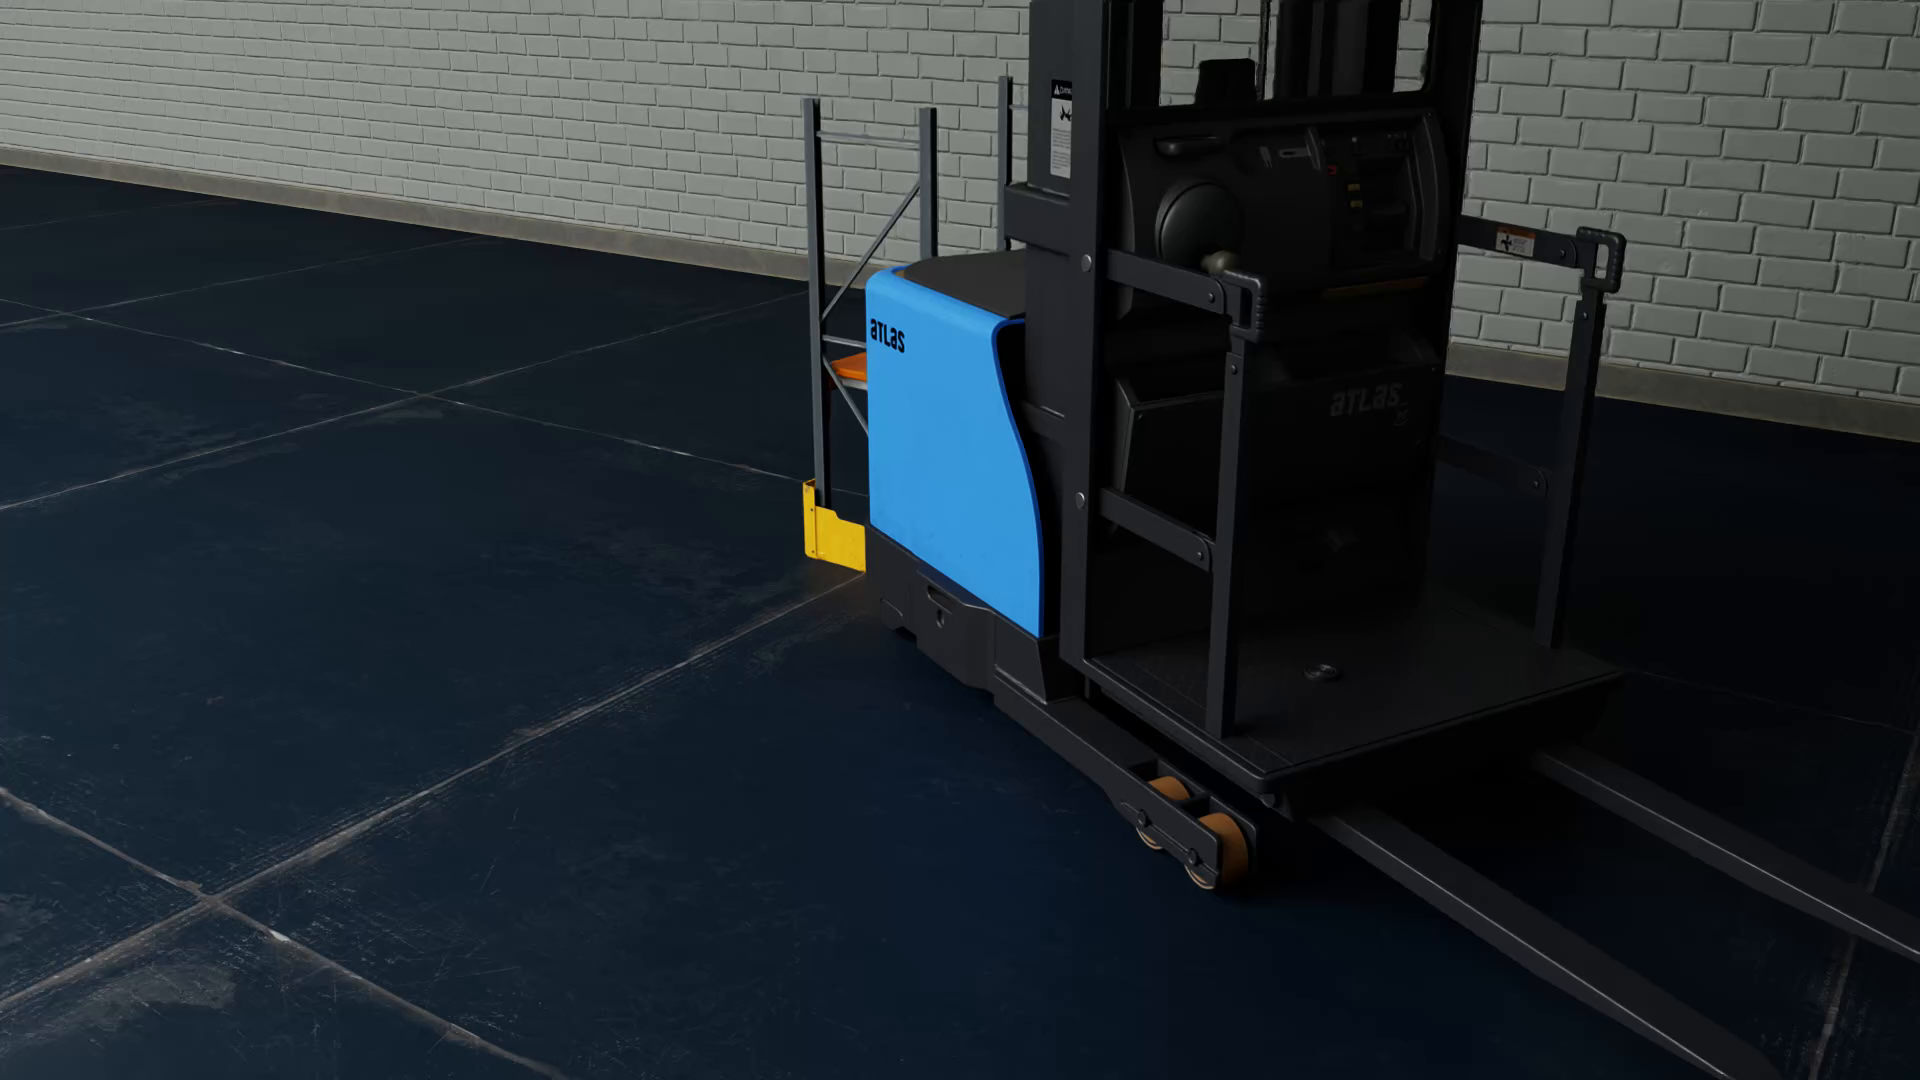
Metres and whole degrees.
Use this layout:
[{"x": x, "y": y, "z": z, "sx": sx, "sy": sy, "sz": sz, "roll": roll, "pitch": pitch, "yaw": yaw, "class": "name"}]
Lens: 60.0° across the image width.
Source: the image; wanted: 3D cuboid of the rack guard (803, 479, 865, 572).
[{"x": -0.274, "y": -0.019, "z": 5.457, "sx": 0.587, "sy": 0.250, "sz": 0.087, "roll": 15, "pitch": 25, "yaw": 35, "class": "rack guard"}]

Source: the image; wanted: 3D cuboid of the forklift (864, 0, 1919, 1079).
[{"x": 0.864, "y": -0.782, "z": 3.654, "sx": 1.130, "sy": 2.935, "sz": 3.031, "roll": -11, "pitch": 23, "yaw": -27, "class": "forklift"}]

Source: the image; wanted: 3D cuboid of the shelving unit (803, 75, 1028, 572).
[{"x": 0.028, "y": -0.743, "z": 5.611, "sx": 0.587, "sy": 1.500, "sz": 1.083, "roll": 15, "pitch": 25, "yaw": 35, "class": "shelving unit"}]

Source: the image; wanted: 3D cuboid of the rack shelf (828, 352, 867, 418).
[{"x": 0.034, "y": -0.577, "z": 5.680, "sx": 0.538, "sy": 0.185, "sz": 1.000, "roll": 15, "pitch": 25, "yaw": 35, "class": "rack shelf"}]

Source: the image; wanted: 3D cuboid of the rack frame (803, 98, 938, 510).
[{"x": -0.275, "y": -0.605, "z": 5.239, "sx": 0.500, "sy": 1.500, "sz": 0.032, "roll": 15, "pitch": 25, "yaw": 35, "class": "rack frame"}]

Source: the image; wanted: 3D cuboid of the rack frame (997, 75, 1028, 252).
[{"x": 0.342, "y": -0.886, "z": 5.997, "sx": 0.500, "sy": 1.500, "sz": 0.032, "roll": 15, "pitch": 25, "yaw": 35, "class": "rack frame"}]
